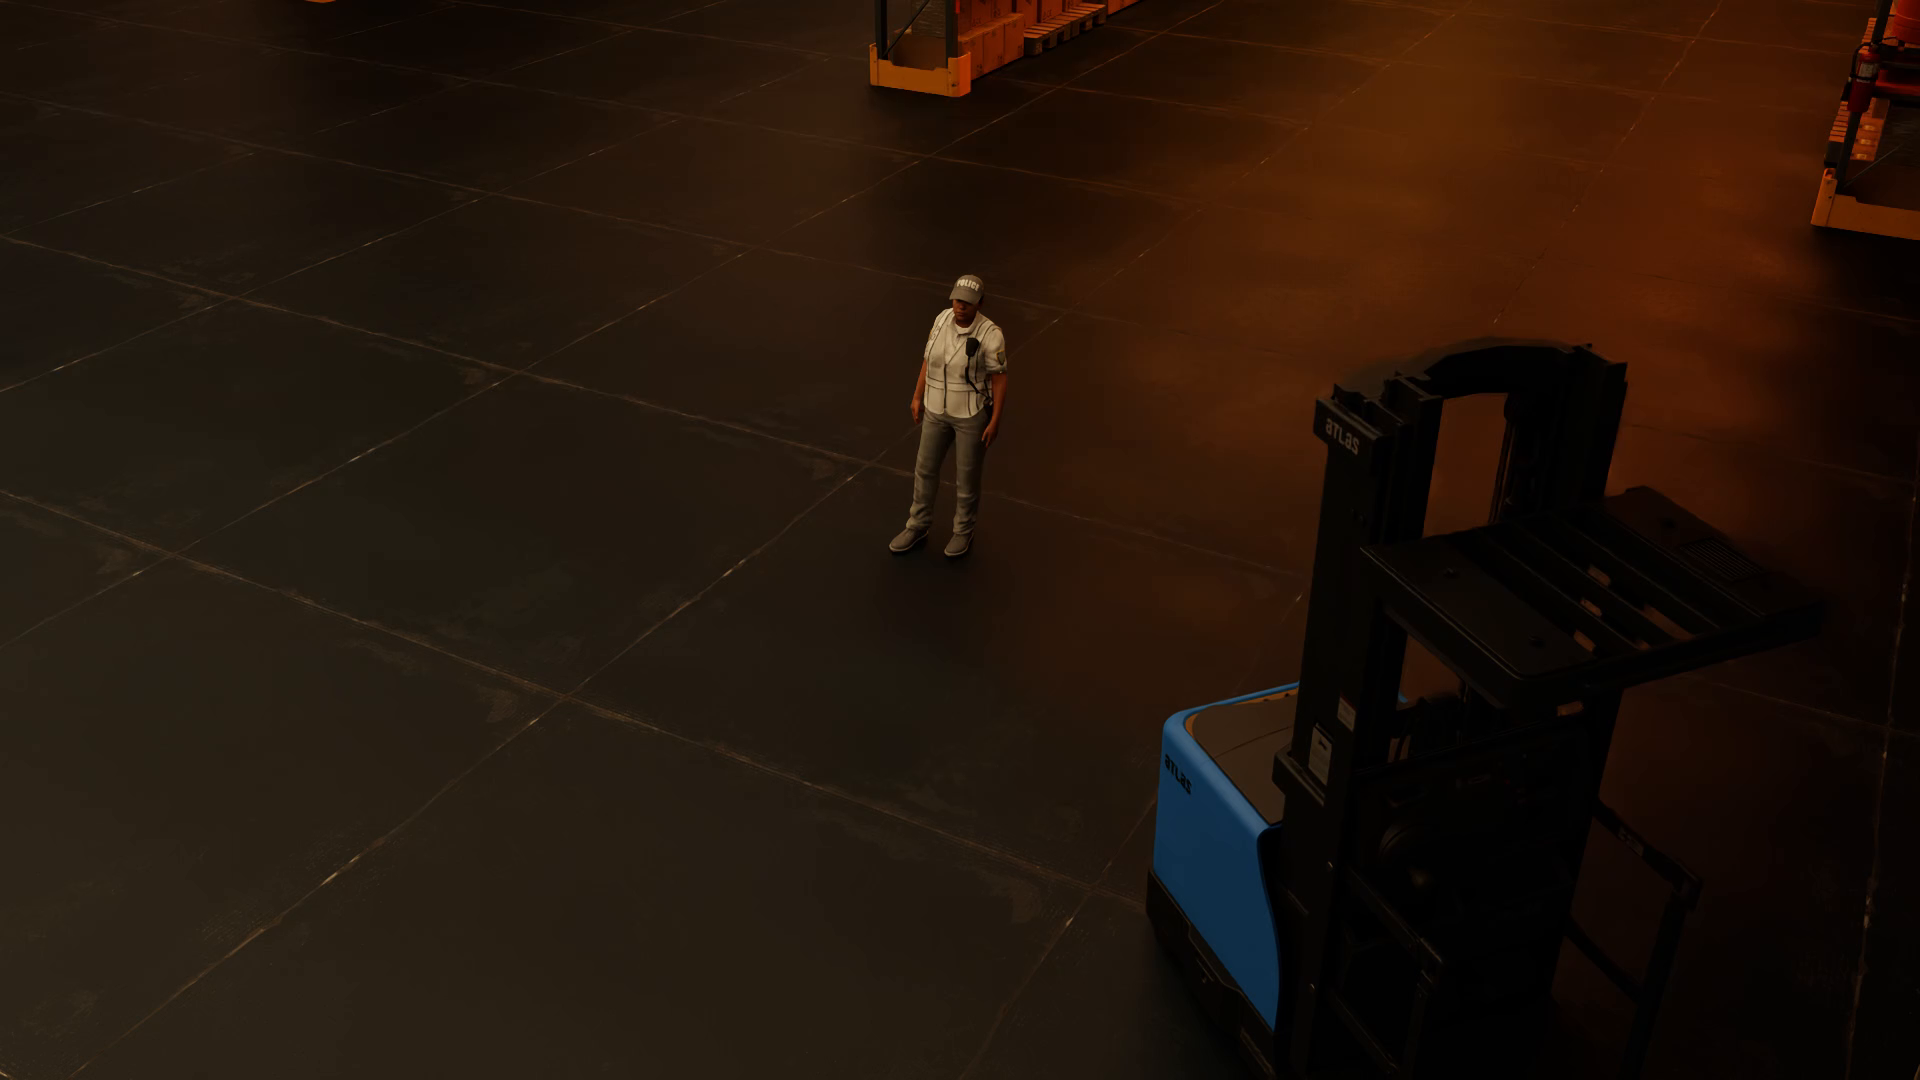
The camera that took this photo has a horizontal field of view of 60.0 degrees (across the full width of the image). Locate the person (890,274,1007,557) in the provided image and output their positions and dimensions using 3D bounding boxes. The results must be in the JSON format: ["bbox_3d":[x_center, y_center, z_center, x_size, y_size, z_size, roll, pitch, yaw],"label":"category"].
[{"bbox_3d":[-0.057,-0.701,9.534,0.598,1.670,0.529,15,33,25],"label":"person"}]

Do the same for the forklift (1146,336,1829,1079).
[{"bbox_3d":[1.814,0.951,5.422,1.130,2.935,3.031,-11,32,-19],"label":"forklift"}]
